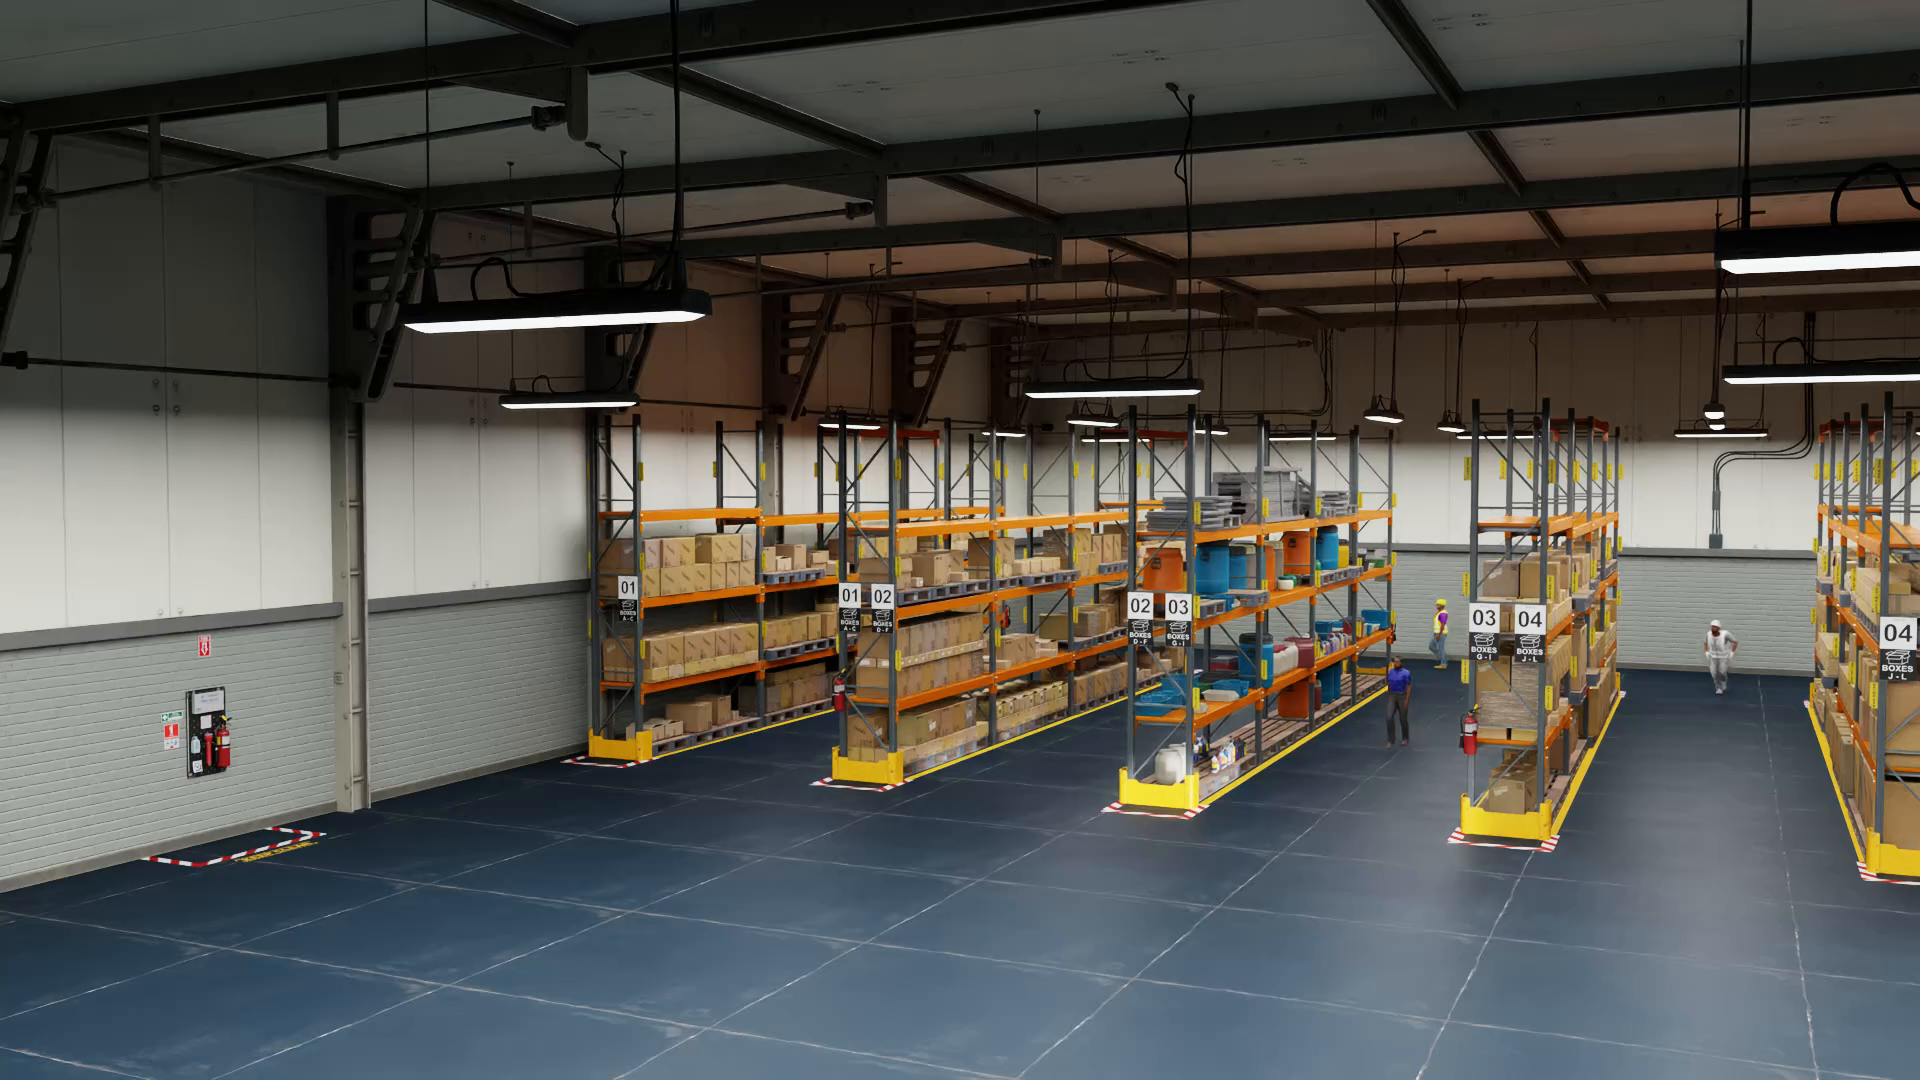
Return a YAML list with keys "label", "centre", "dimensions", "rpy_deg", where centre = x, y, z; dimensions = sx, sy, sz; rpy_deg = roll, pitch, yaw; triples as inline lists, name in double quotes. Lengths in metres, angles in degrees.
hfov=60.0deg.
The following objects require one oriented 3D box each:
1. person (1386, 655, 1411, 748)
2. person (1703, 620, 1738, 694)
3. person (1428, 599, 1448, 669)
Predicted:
- label: "person"
  centre: [7.994, 2.951, 30.281]
  dimensions: [0.502, 1.721, 0.515]
  rpy_deg: [2, 3, 42]
- label: "person"
  centre: [17.080, 2.630, 37.346]
  dimensions: [0.724, 1.680, 0.649]
  rpy_deg: [2, 3, 34]
- label: "person"
  centre: [12.097, 2.382, 42.042]
  dimensions: [0.449, 1.784, 0.612]
  rpy_deg: [0, 2, 4]
